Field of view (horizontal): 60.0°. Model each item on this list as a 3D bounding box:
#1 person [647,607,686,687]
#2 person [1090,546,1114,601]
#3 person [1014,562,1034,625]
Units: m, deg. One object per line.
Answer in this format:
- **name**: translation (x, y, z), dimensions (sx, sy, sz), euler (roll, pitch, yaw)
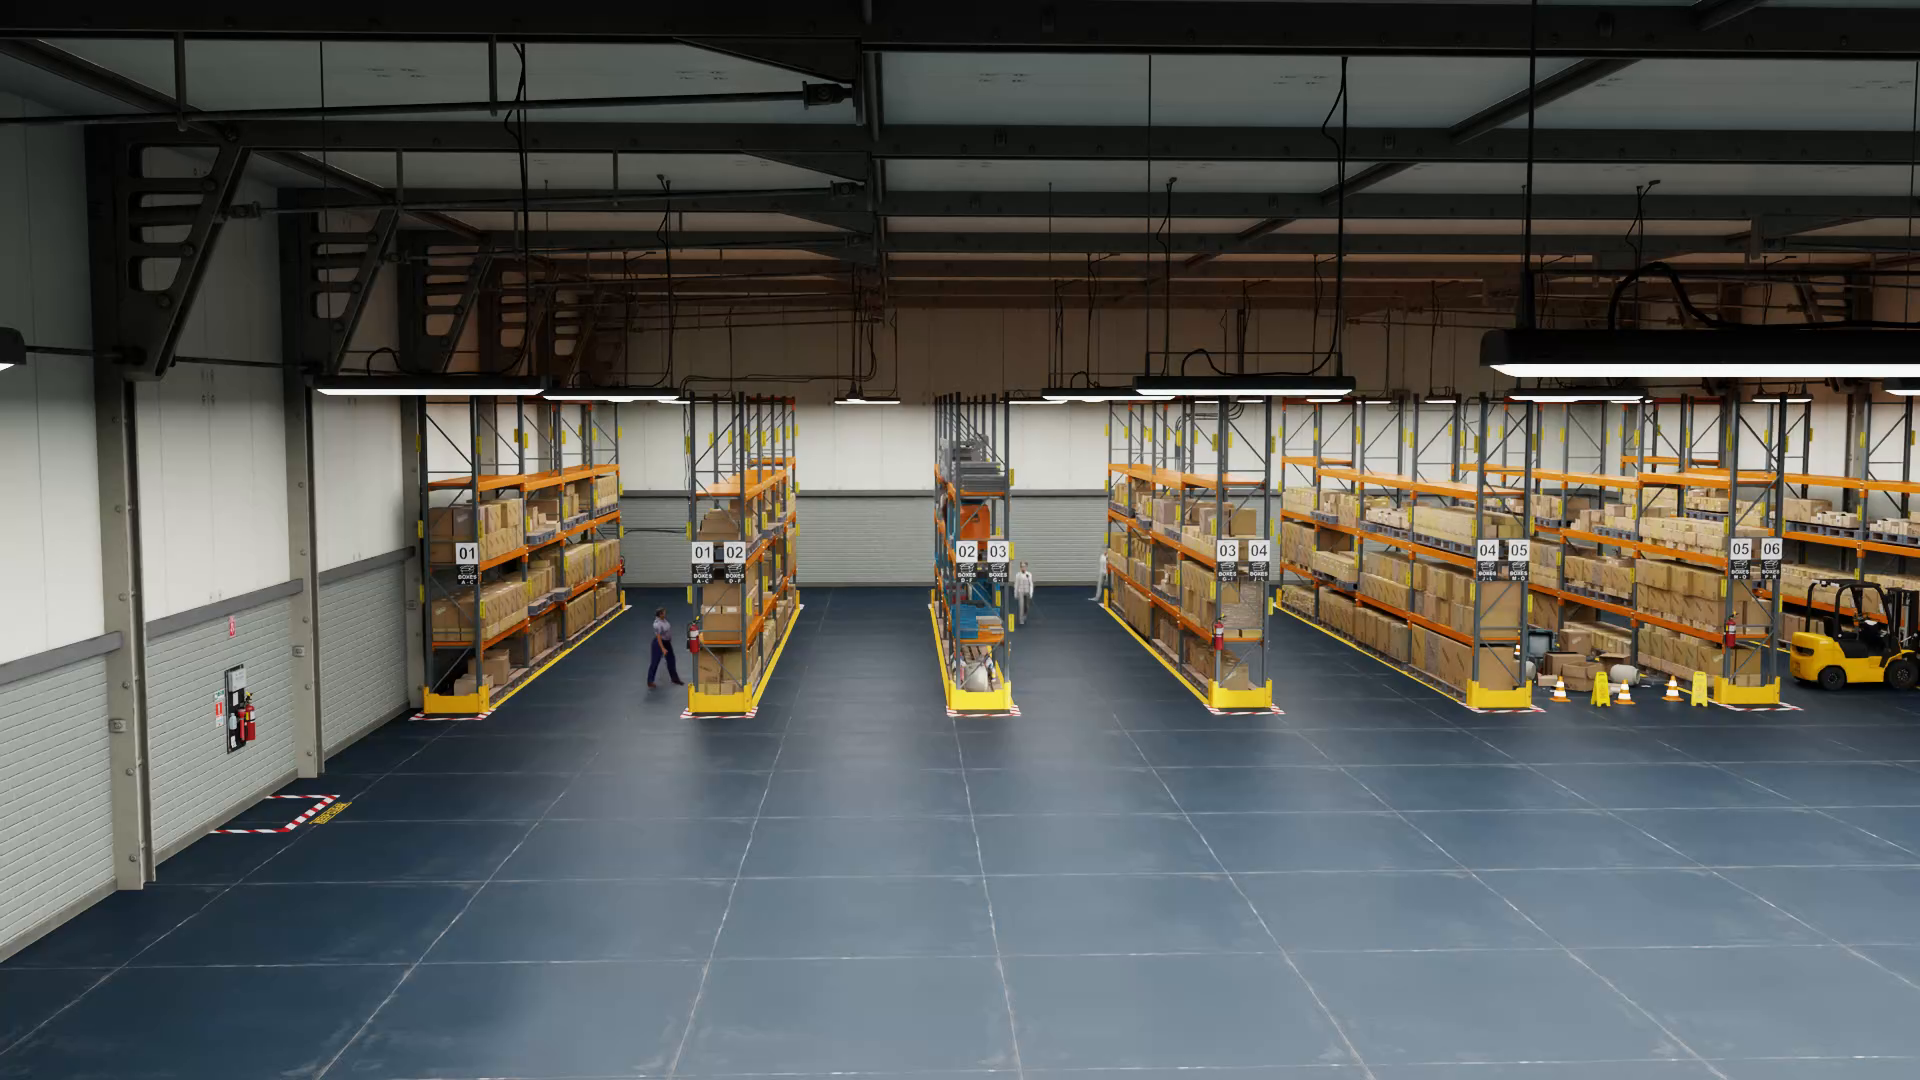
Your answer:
- **person**: translation (-6.057, 2.189, 34.092), dimensions (0.605, 1.635, 0.684), euler (2, 5, 23)
- **person**: translation (4.290, 0.980, 48.847), dimensions (0.996, 1.643, 0.542), euler (-3, 6, -34)
- **person**: translation (1.685, 1.384, 43.923), dimensions (0.495, 1.634, 0.975), euler (-1, 5, -8)
